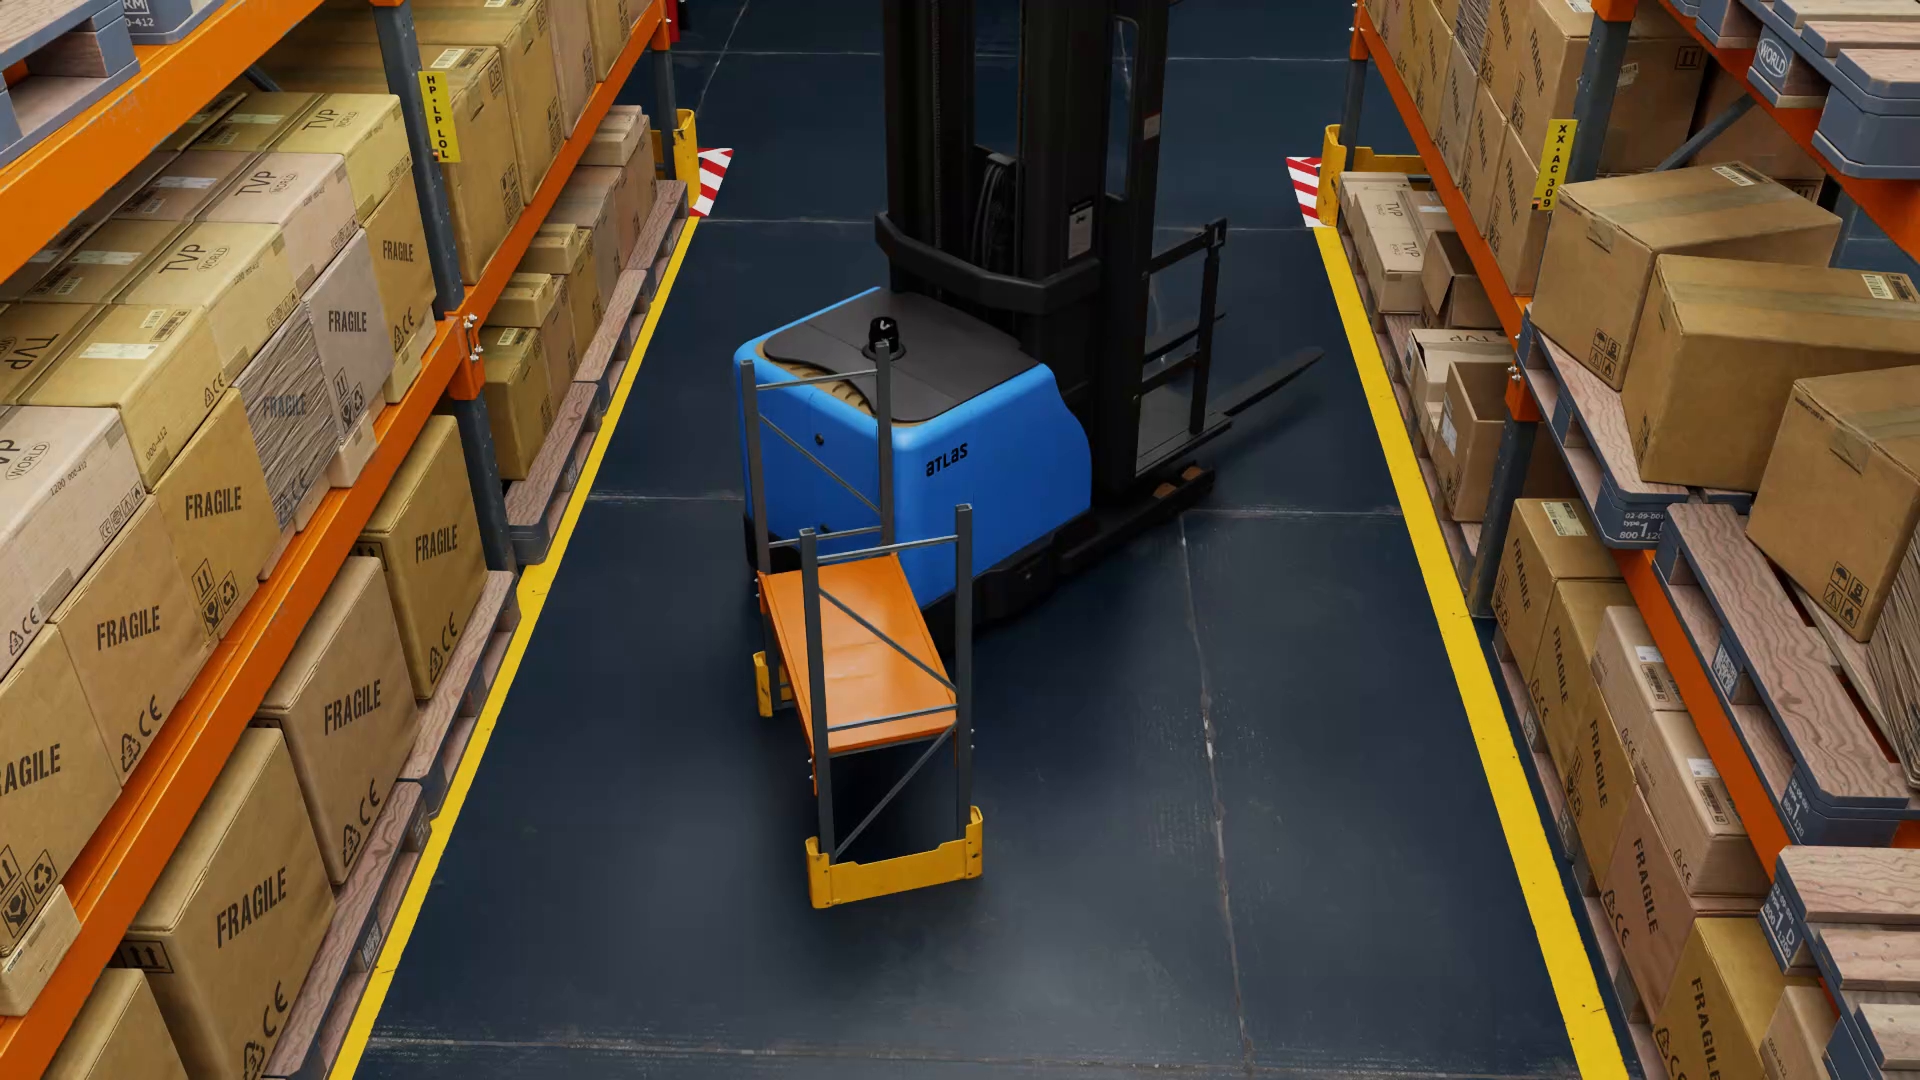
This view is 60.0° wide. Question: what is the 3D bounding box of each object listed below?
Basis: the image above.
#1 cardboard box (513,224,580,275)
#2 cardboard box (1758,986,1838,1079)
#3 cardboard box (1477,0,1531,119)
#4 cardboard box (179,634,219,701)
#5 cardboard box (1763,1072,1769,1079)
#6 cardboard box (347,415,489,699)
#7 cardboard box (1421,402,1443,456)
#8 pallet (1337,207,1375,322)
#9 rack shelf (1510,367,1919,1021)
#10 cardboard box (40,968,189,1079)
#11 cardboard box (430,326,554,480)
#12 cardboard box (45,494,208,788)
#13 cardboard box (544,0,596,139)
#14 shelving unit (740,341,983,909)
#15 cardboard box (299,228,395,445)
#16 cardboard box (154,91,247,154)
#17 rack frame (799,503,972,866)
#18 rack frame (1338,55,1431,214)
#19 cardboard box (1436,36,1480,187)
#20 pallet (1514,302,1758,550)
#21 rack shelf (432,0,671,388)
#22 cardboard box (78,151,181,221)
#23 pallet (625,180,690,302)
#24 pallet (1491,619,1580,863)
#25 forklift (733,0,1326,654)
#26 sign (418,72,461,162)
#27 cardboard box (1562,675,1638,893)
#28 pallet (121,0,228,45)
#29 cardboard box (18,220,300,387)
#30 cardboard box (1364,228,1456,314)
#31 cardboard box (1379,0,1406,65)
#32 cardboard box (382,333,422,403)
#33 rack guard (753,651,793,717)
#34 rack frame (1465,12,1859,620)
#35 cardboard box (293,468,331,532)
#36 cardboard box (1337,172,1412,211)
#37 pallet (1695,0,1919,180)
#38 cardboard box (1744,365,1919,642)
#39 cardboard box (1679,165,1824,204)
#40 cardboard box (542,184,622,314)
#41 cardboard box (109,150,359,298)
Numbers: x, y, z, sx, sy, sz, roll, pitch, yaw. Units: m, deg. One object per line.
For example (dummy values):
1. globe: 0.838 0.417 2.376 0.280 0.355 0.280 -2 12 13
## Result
1. cardboard box: -2.011 -1.373 7.839 0.380 0.149 0.250 0 35 1
2. cardboard box: 2.230 1.333 3.884 0.500 0.250 0.500 3 35 4
3. cardboard box: 2.369 -1.967 6.484 0.500 0.500 0.500 1 35 1
4. cardboard box: -2.226 0.289 4.431 0.380 0.149 0.250 2 35 2
5. cardboard box: 2.232 1.672 4.054 0.500 0.500 0.500 3 35 4
6. cardboard box: -2.257 0.046 6.081 0.750 0.750 0.750 2 35 2
7. cardboard box: 2.284 -0.491 7.436 0.380 0.149 0.250 1 35 2
8. pallet: 2.716 -1.582 9.317 1.003 0.211 1.213 1 35 2
9. rack shelf: 2.509 0.517 4.531 1.077 0.370 4.000 1 35 2
10. cardboard box: -2.360 1.548 3.943 0.750 0.750 0.750 1 35 1
11. cardboard box: -2.228 -0.615 7.325 0.700 0.500 0.500 2 35 2
12. cardboard box: -2.194 0.230 3.951 0.500 0.500 0.500 1 35 2
13. cardboard box: -2.268 -2.310 7.667 0.980 0.700 0.700 0 35 0
14. shelving unit: -0.348 0.268 5.565 0.587 1.500 1.083 -9 36 -13
15. cardboard box: -2.138 -0.645 5.196 0.500 0.500 0.500 2 35 2
16. cardboard box: -2.639 -1.258 5.416 0.500 0.250 0.500 2 35 3
17. rack frame: -0.209 0.554 5.157 0.500 1.500 0.032 -9 36 -13
18. rack frame: 2.750 -3.224 9.229 1.000 3.000 0.127 1 35 2
19. cardboard box: 2.391 -1.852 7.189 0.500 0.500 0.500 2 35 3
20. pallet: 2.448 -0.391 5.365 1.003 0.211 1.213 1 35 2
21. rack shelf: -2.280 -1.893 7.961 1.077 0.370 4.000 1 35 2
22. cardboard box: -2.654 -0.957 4.988 0.500 0.250 0.500 2 35 2
23. pallet: -2.154 -1.734 9.534 1.003 0.211 1.213 1 35 2
24. pallet: 2.595 0.683 6.095 1.003 0.211 1.213 1 35 2
25. forklift: 0.499 -1.471 6.794 1.130 2.935 3.031 30 45 35
26. sign: -1.818 -1.473 5.799 0.100 0.325 0.005 1 35 2
27. cardboard box: 2.289 0.782 5.319 0.500 0.500 0.500 2 35 2
28. pallet: -2.348 -1.659 4.560 0.805 0.209 1.217 0 35 0
29. cardboard box: -2.174 -0.655 4.558 0.500 0.250 0.500 2 35 3
30. cardboard box: 2.405 -1.399 8.641 0.500 0.250 0.500 1 35 2
31. cardboard box: 2.453 -2.720 8.424 0.500 0.500 0.500 1 35 1
32. cardboard box: -2.078 -0.598 5.693 0.380 0.149 0.250 2 35 3
33. rack guard: -0.481 0.503 6.316 0.587 0.250 0.087 -9 36 -13
34. rack frame: 2.589 -0.926 5.959 1.000 3.000 0.127 1 35 2
35. cardboard box: -2.161 -0.158 5.067 0.380 0.149 0.250 1 35 2
36. cardboard box: 2.390 -2.005 9.591 0.380 0.149 0.250 1 35 2
37. pallet: 2.455 -1.108 3.772 1.213 0.211 1.003 1 35 2
38. cardboard box: 2.580 -0.122 4.363 0.700 0.500 0.500 -7 36 -10
39. cardboard box: 2.882 -1.254 6.338 0.500 0.500 0.500 2 35 3
40. cardboard box: -2.167 -1.505 8.591 0.700 0.500 0.500 0 35 0
41. cardboard box: -2.154 -0.948 4.975 0.500 0.250 0.500 2 35 3
